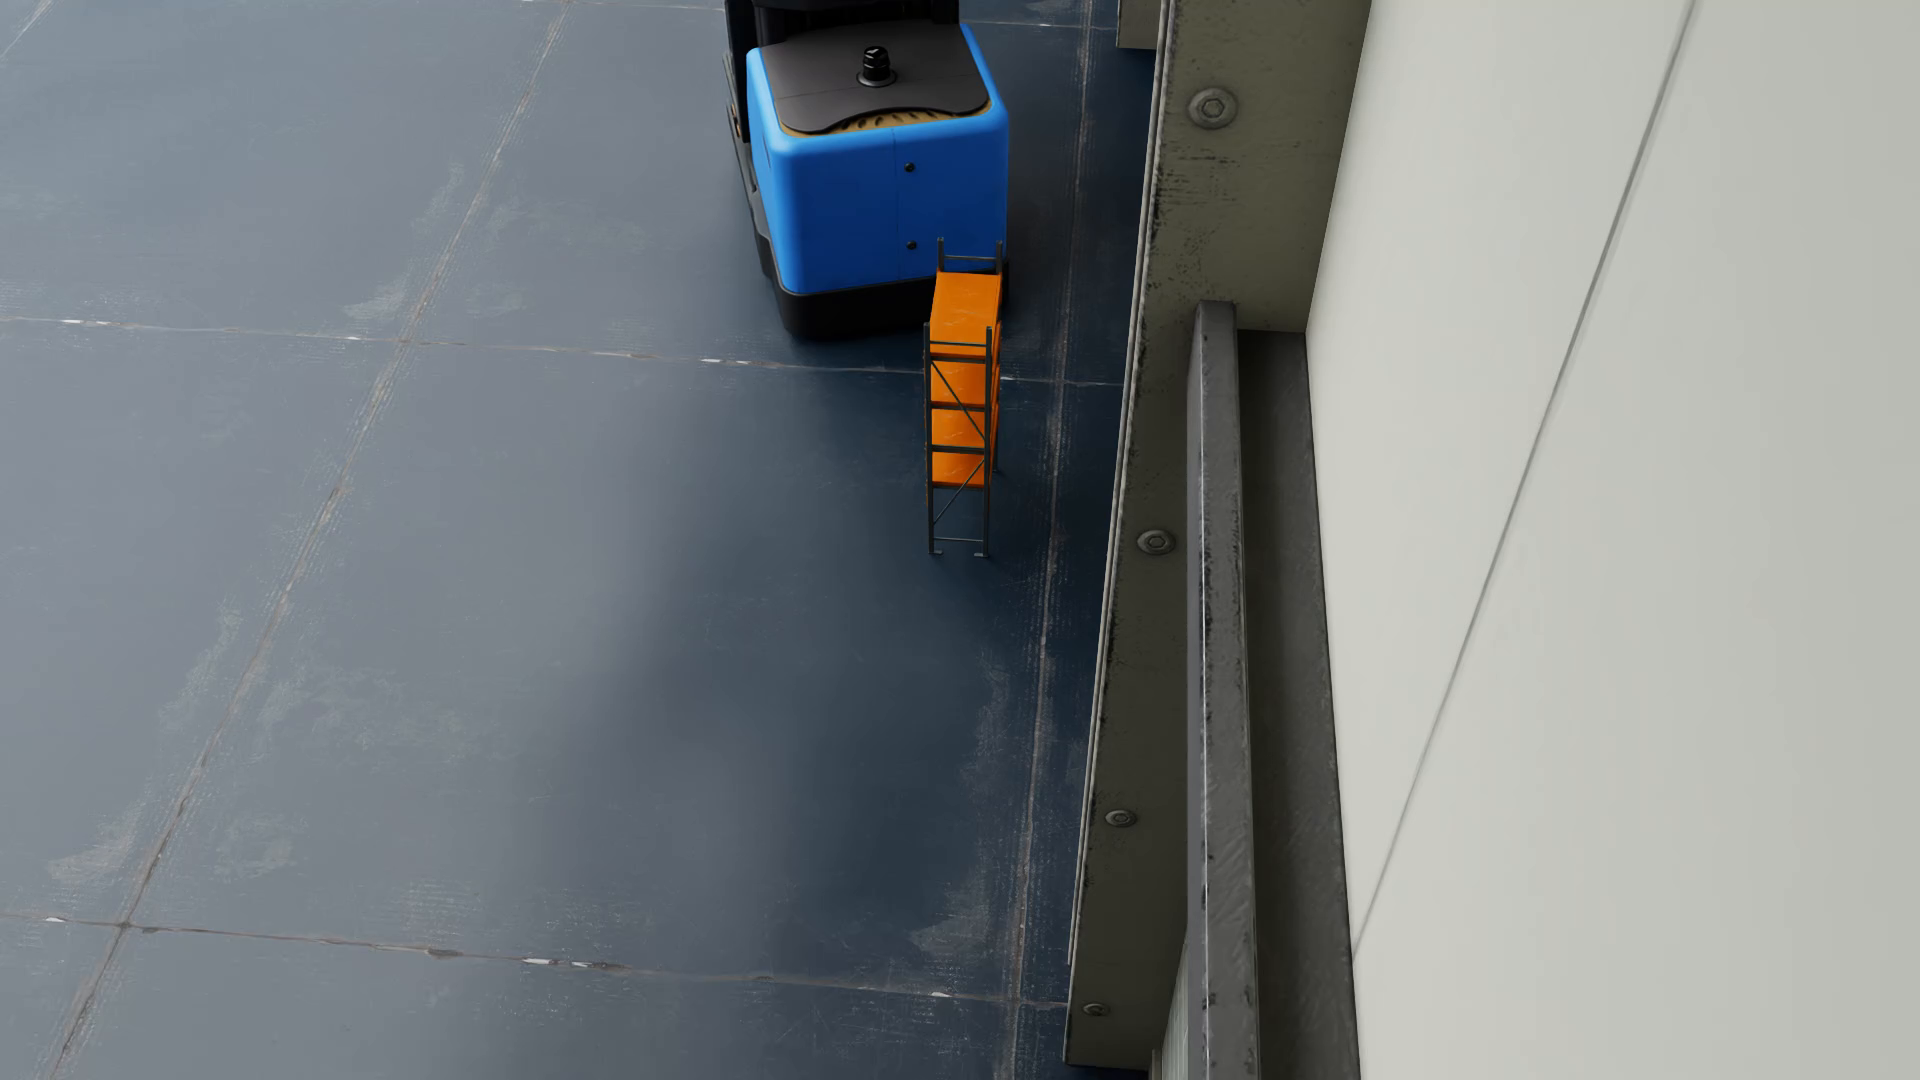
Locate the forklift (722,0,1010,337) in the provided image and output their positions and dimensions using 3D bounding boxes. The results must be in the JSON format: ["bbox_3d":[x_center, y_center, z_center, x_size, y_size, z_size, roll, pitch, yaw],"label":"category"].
[{"bbox_3d":[-0.598,-3.016,7.549,1.130,2.935,3.031,-9,48,-9],"label":"forklift"}]

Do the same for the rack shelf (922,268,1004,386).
[{"bbox_3d":[0.015,-0.792,6.154,0.258,0.148,0.480,4,48,4],"label":"rack shelf"}]

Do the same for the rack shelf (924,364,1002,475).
[{"bbox_3d":[0.015,-0.481,6.494,0.258,0.148,0.480,4,48,4],"label":"rack shelf"}]

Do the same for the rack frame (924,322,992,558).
[{"bbox_3d":[-0.007,-0.347,6.280,0.240,1.200,0.015,4,48,4],"label":"rack frame"}]

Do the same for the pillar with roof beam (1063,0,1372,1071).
[{"bbox_3d":[-3.790,-1.807,2.330,9.100,9.000,0.400,4,48,4],"label":"pillar with roof beam"}]

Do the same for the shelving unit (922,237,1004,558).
[{"bbox_3d":[0.015,-0.527,6.444,0.258,1.200,0.503,4,48,4],"label":"shelving unit"}]

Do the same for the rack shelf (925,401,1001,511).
[{"bbox_3d":[0.015,-0.347,6.641,0.258,0.148,0.480,4,48,4],"label":"rack shelf"}]

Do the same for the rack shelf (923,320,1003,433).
[{"bbox_3d":[0.015,-0.632,6.329,0.258,0.148,0.480,4,48,4],"label":"rack shelf"}]

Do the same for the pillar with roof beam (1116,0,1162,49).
[{"bbox_3d":[-3.243,-6.216,6.363,9.100,9.000,0.400,4,48,4],"label":"pillar with roof beam"}]

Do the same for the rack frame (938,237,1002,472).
[{"bbox_3d":[0.037,-0.706,6.608,0.240,1.200,0.015,4,48,4],"label":"rack frame"}]
